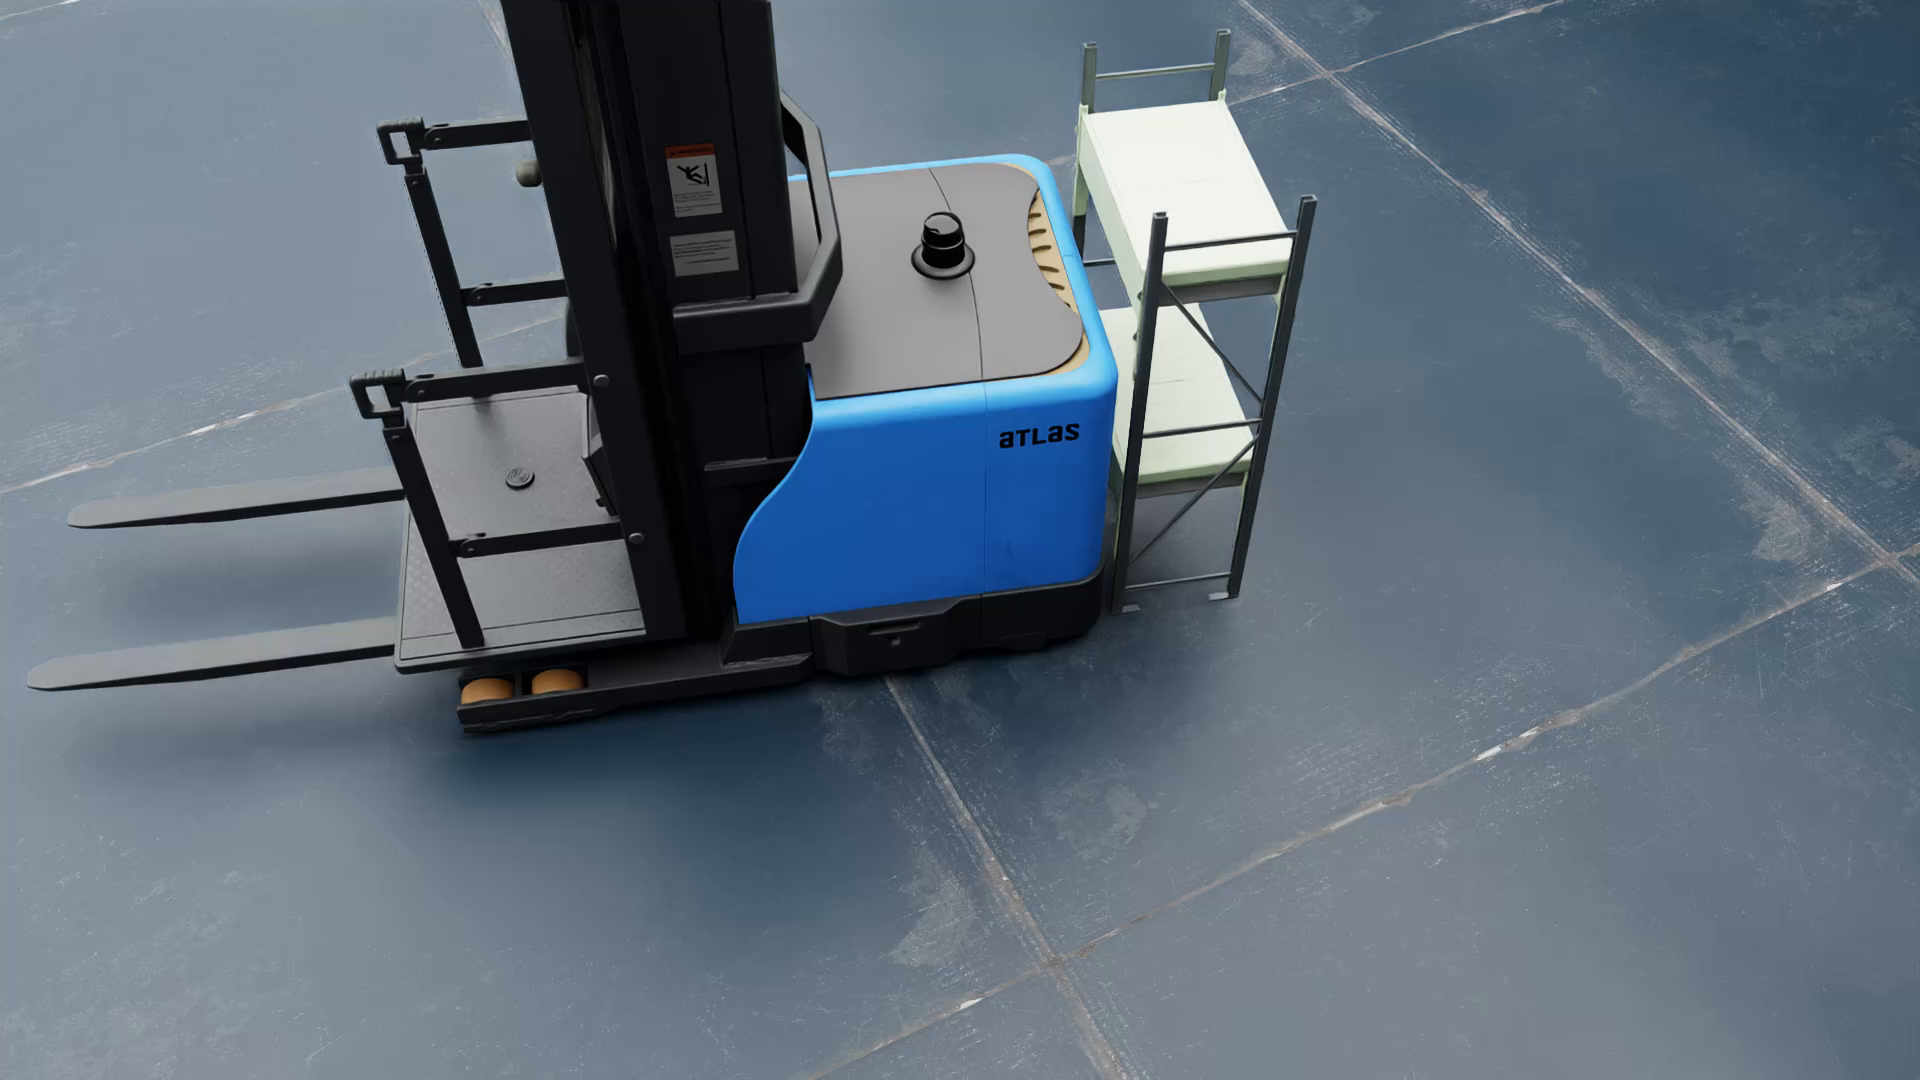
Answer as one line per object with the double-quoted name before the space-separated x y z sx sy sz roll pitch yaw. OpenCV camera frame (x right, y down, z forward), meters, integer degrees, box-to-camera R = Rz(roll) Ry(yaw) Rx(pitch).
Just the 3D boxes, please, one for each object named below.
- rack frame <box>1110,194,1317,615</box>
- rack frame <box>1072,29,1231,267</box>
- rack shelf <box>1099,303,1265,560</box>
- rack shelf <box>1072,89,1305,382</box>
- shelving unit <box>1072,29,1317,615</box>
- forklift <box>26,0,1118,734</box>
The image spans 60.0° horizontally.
"rack frame" 0.654 -0.299 4.515 0.400 1.500 0.023 -8 49 -7
"rack frame" 0.526 -0.842 4.990 0.400 1.500 0.023 -8 49 -7
"rack shelf" 0.590 -0.356 4.998 0.431 0.370 0.720 -8 49 -7
"rack shelf" 0.590 -0.828 4.459 0.431 0.370 0.720 -8 49 -7
"shelving unit" 0.590 -0.571 4.753 0.431 1.500 0.755 -8 49 -7
"forklift" -1.145 -0.848 4.044 3.031 2.935 1.130 -7 49 -6
